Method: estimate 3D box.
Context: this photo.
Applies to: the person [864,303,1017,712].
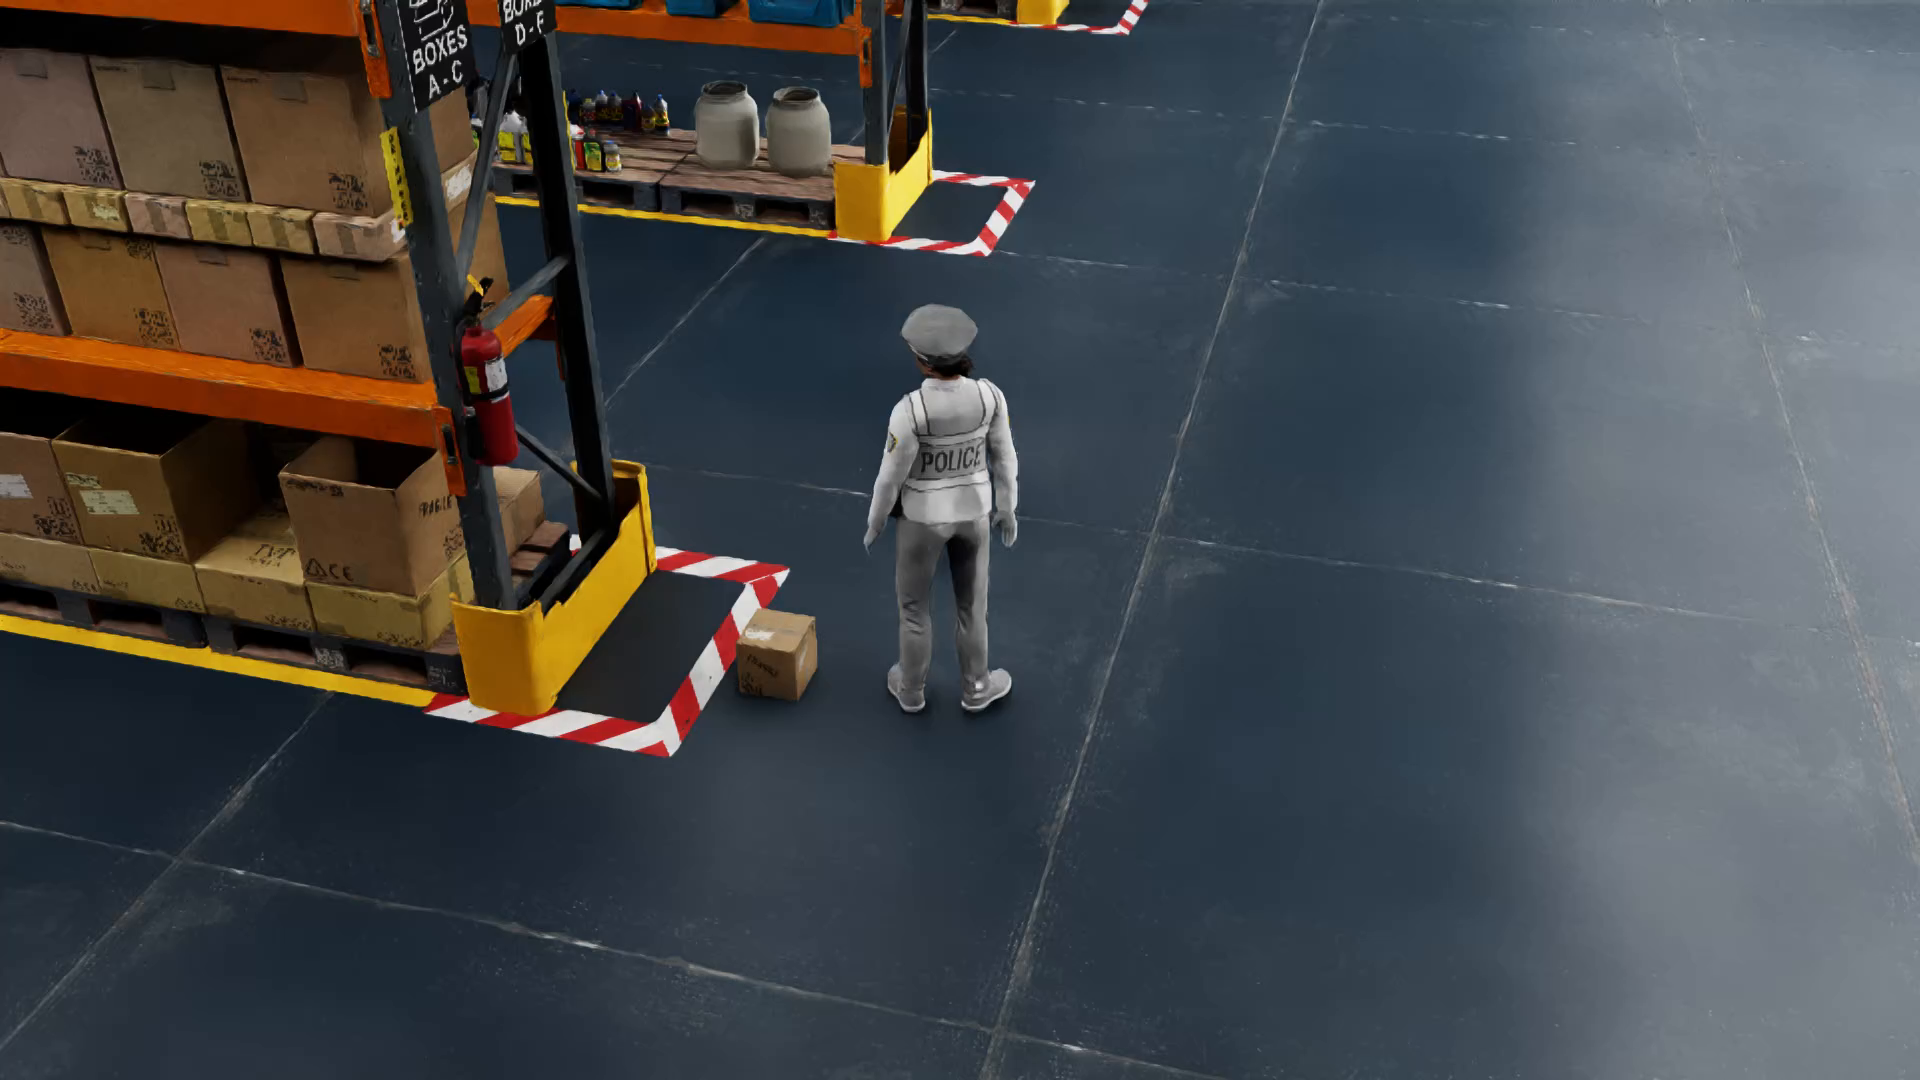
[{"bbox_3d":[-0.071,-0.086,6.221,0.581,1.679,0.359,-10,34,-15],"label":"person"}]
